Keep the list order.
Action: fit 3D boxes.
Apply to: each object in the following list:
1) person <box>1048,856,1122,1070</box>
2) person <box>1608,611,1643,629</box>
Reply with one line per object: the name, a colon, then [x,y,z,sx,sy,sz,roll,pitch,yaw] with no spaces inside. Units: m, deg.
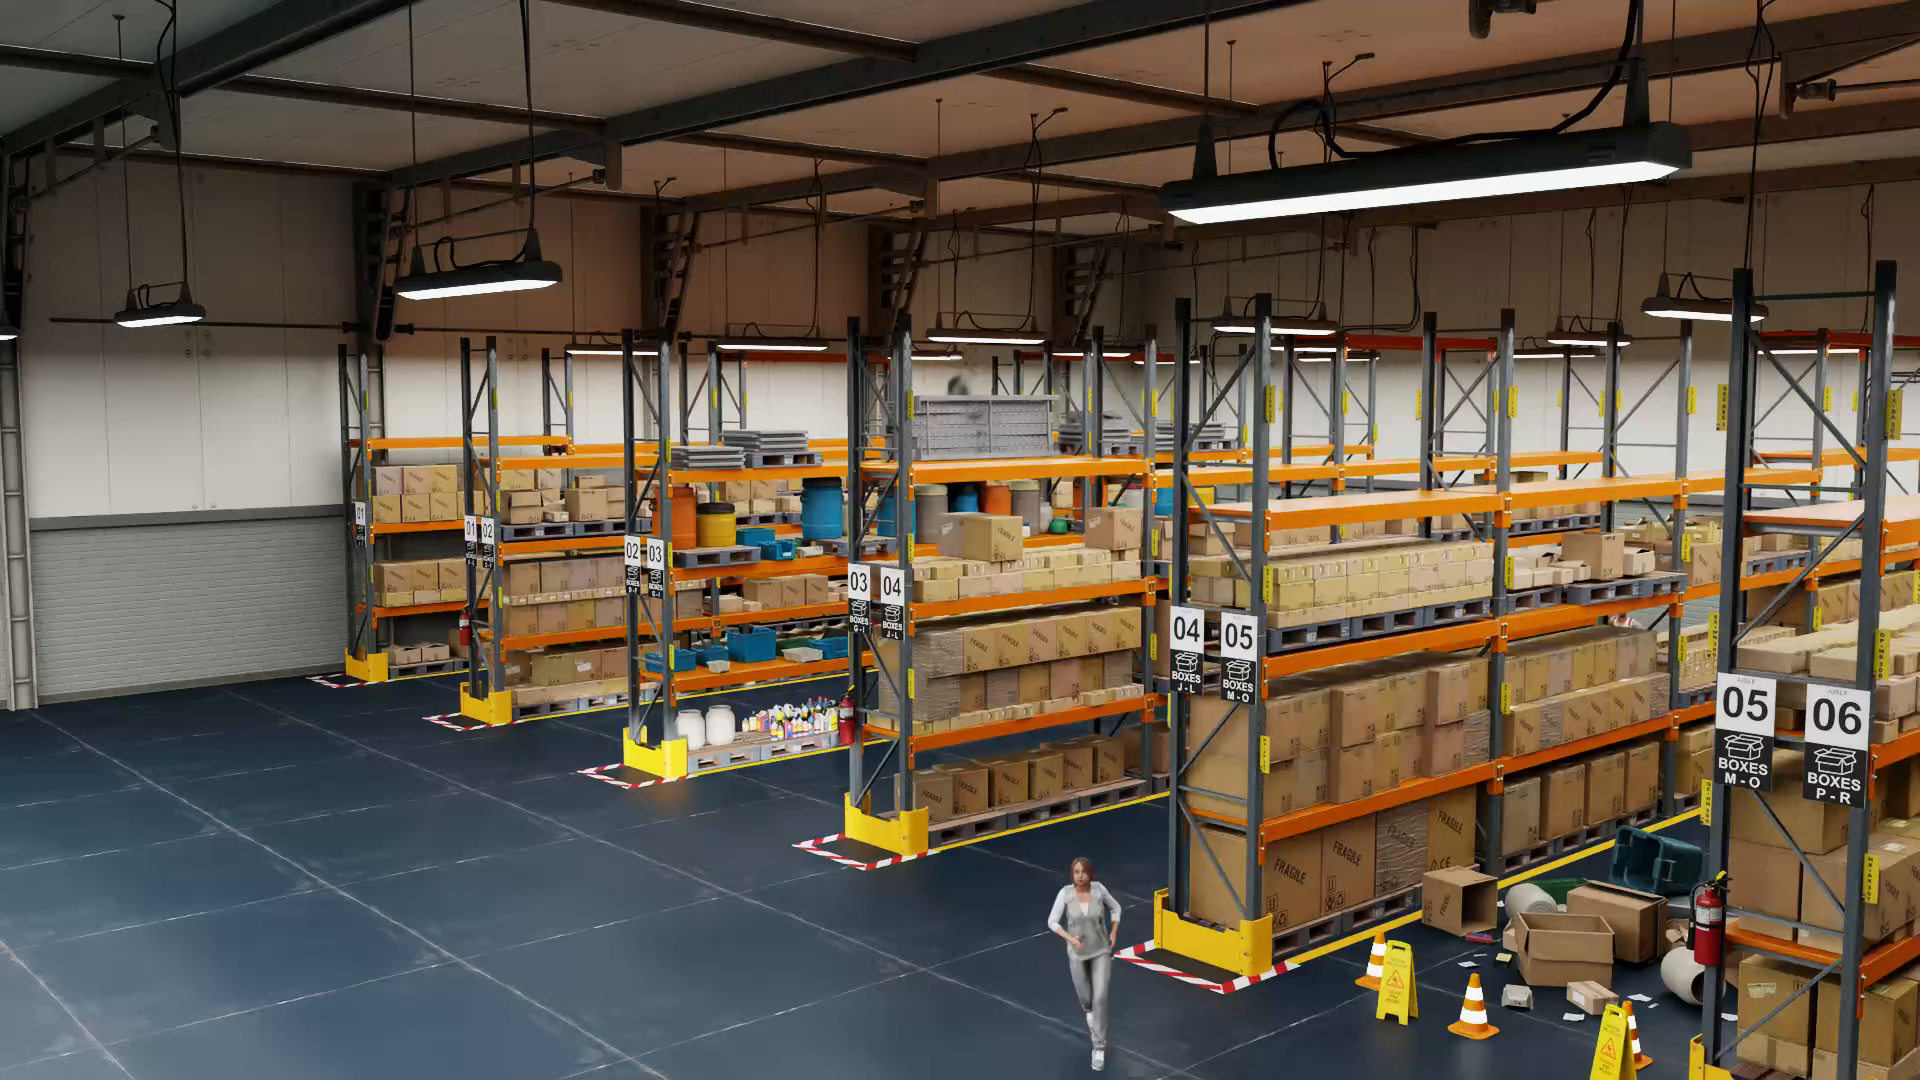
person: [0.977,3.242,12.986,0.581,1.581,0.757,0,5,0]
person: [10.689,1.871,26.808,0.649,1.802,0.882,4,6,37]
